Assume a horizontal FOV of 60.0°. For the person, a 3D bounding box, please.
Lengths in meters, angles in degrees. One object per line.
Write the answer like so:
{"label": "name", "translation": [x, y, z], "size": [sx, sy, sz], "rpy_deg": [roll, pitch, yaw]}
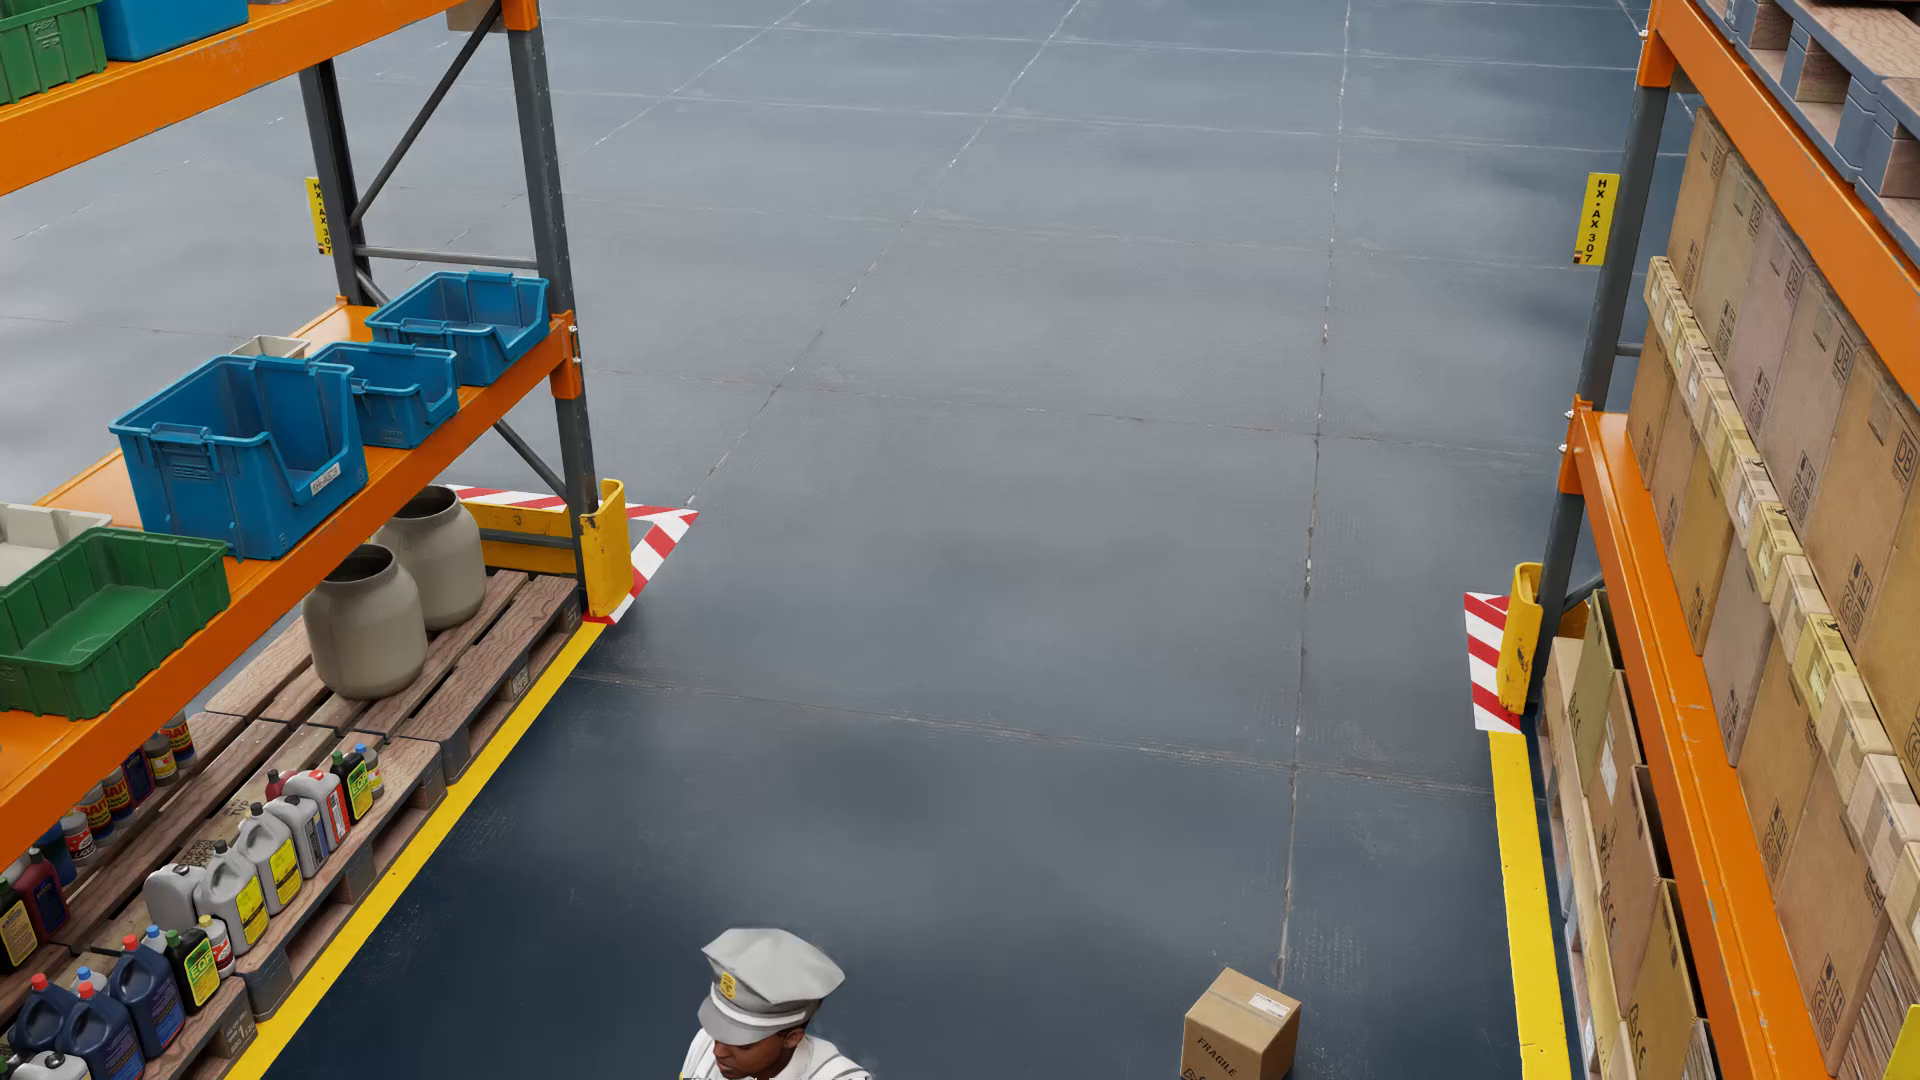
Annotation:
{"label": "person", "translation": [-0.380, 1.510, 3.399], "size": [0.485, 1.755, 0.518], "rpy_deg": [19, 34, 31]}
